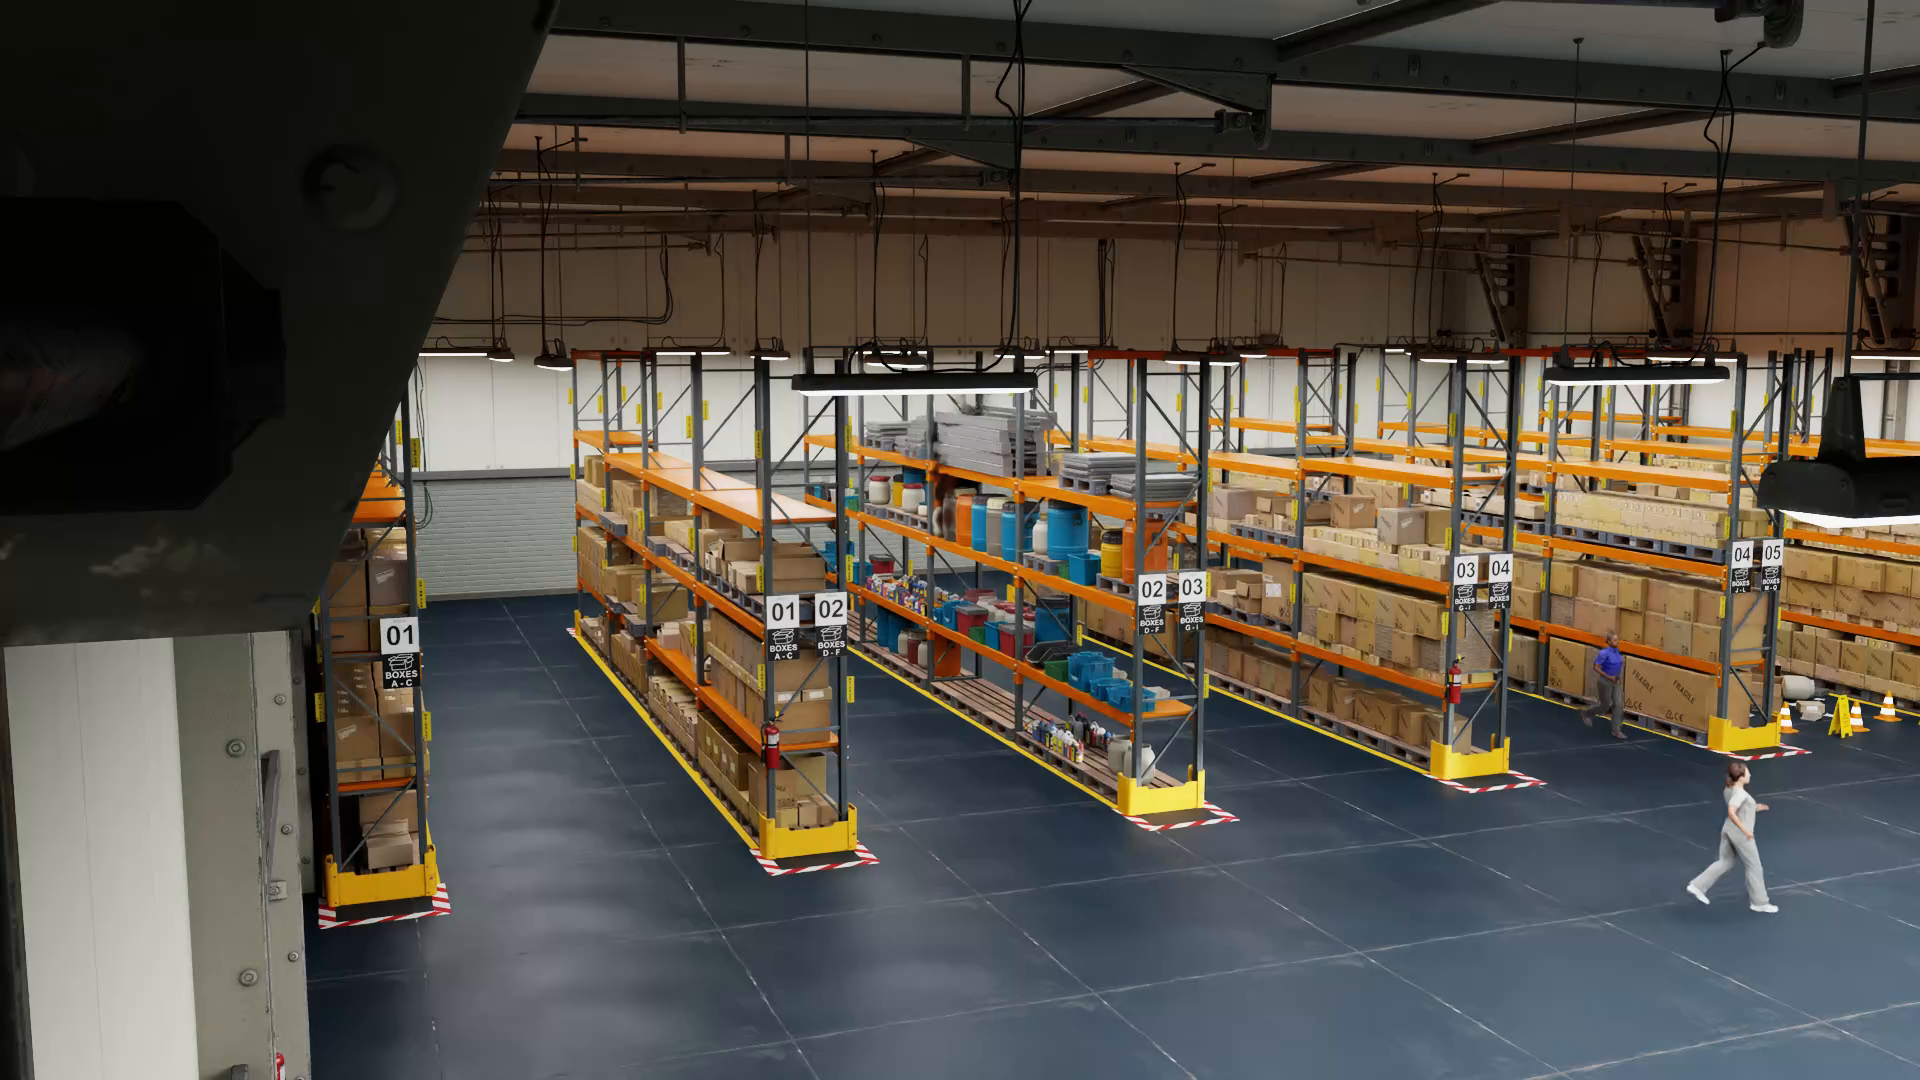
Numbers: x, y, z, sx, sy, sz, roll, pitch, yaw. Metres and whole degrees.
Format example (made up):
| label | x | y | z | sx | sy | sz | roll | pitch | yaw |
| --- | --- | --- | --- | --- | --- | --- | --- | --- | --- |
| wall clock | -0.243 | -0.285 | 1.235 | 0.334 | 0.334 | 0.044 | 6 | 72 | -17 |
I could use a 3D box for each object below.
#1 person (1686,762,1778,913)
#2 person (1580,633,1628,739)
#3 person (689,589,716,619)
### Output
| label | x | y | z | sx | sy | sz | roll | pitch | yaw |
| --- | --- | --- | --- | --- | --- | --- | --- | --- | --- |
| person | 8.483 | 3.233 | 18.119 | 0.927 | 1.655 | 0.564 | 0 | 7 | -1 |
| person | 10.212 | 2.269 | 26.245 | 0.591 | 1.649 | 0.831 | -4 | 8 | -28 |
| person | -5.313 | 1.181 | 34.681 | 0.717 | 1.730 | 0.609 | -4 | 8 | -32 |
